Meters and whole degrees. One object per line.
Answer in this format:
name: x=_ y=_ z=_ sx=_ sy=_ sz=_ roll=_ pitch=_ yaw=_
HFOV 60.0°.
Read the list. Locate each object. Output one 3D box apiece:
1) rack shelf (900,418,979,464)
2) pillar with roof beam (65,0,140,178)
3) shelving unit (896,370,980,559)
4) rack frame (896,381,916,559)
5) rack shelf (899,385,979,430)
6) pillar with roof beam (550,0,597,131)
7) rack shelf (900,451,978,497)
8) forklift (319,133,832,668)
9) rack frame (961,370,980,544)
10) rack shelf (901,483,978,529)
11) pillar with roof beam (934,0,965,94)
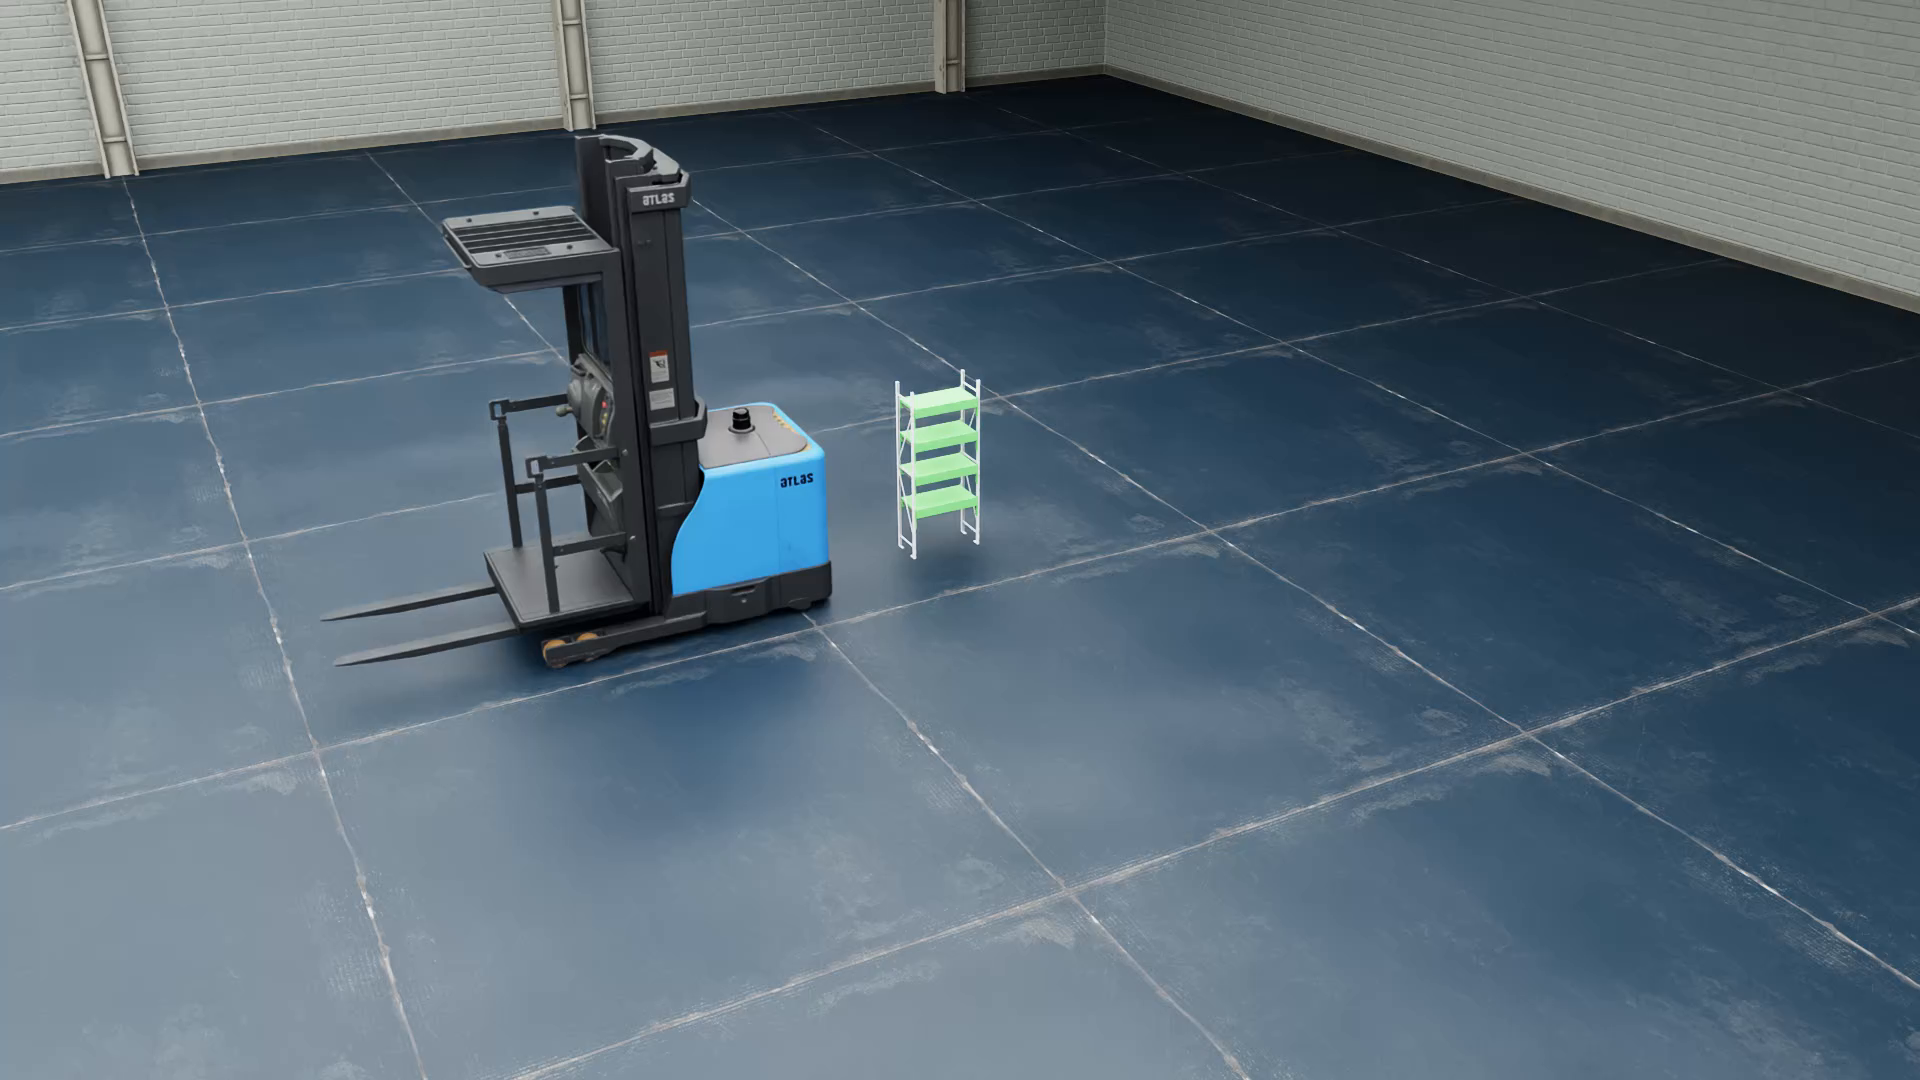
rack shelf: x=-0.146 y=-0.666 z=11.146 sx=0.480 sy=0.148 sz=0.258 roll=-13 pitch=29 yaw=-25
pillar with roof beam: x=-8.724 y=-7.104 z=15.951 sx=0.400 sy=9.000 sz=9.100 roll=-13 pitch=29 yaw=-25
shelving unit: x=-0.146 y=-0.507 z=11.222 sx=0.503 sy=1.200 sz=0.258 roll=-13 pitch=29 yaw=-25
rack frame: x=-0.361 y=-0.457 z=11.119 sx=0.015 sy=1.200 sz=0.240 roll=-13 pitch=29 yaw=-25
rack shelf: x=-0.146 y=-0.882 z=11.042 sx=0.480 sy=0.148 sz=0.258 roll=-13 pitch=29 yaw=-25
pillar with roof beam: x=-3.429 y=-8.326 z=18.496 sx=0.400 sy=9.000 sz=9.100 roll=-13 pitch=29 yaw=-25
rack shelf: x=-0.146 y=-0.450 z=11.250 sx=0.480 sy=0.148 sz=0.258 roll=-13 pitch=29 yaw=-25
forklift: x=-2.376 y=-0.816 z=9.865 sx=3.031 sy=2.935 sz=1.130 roll=-12 pitch=28 yaw=-23
rack frame: x=0.069 y=-0.557 z=11.326 sx=0.015 sy=1.200 sz=0.240 roll=-13 pitch=29 yaw=-25
rack shelf: x=-0.146 y=-0.233 z=11.354 sx=0.480 sy=0.148 sz=0.258 roll=-13 pitch=29 yaw=-25
pillar with roof beam: x=1.865 y=-9.548 z=21.042 sx=0.400 sy=9.000 sz=9.100 roll=-13 pitch=29 yaw=-25
